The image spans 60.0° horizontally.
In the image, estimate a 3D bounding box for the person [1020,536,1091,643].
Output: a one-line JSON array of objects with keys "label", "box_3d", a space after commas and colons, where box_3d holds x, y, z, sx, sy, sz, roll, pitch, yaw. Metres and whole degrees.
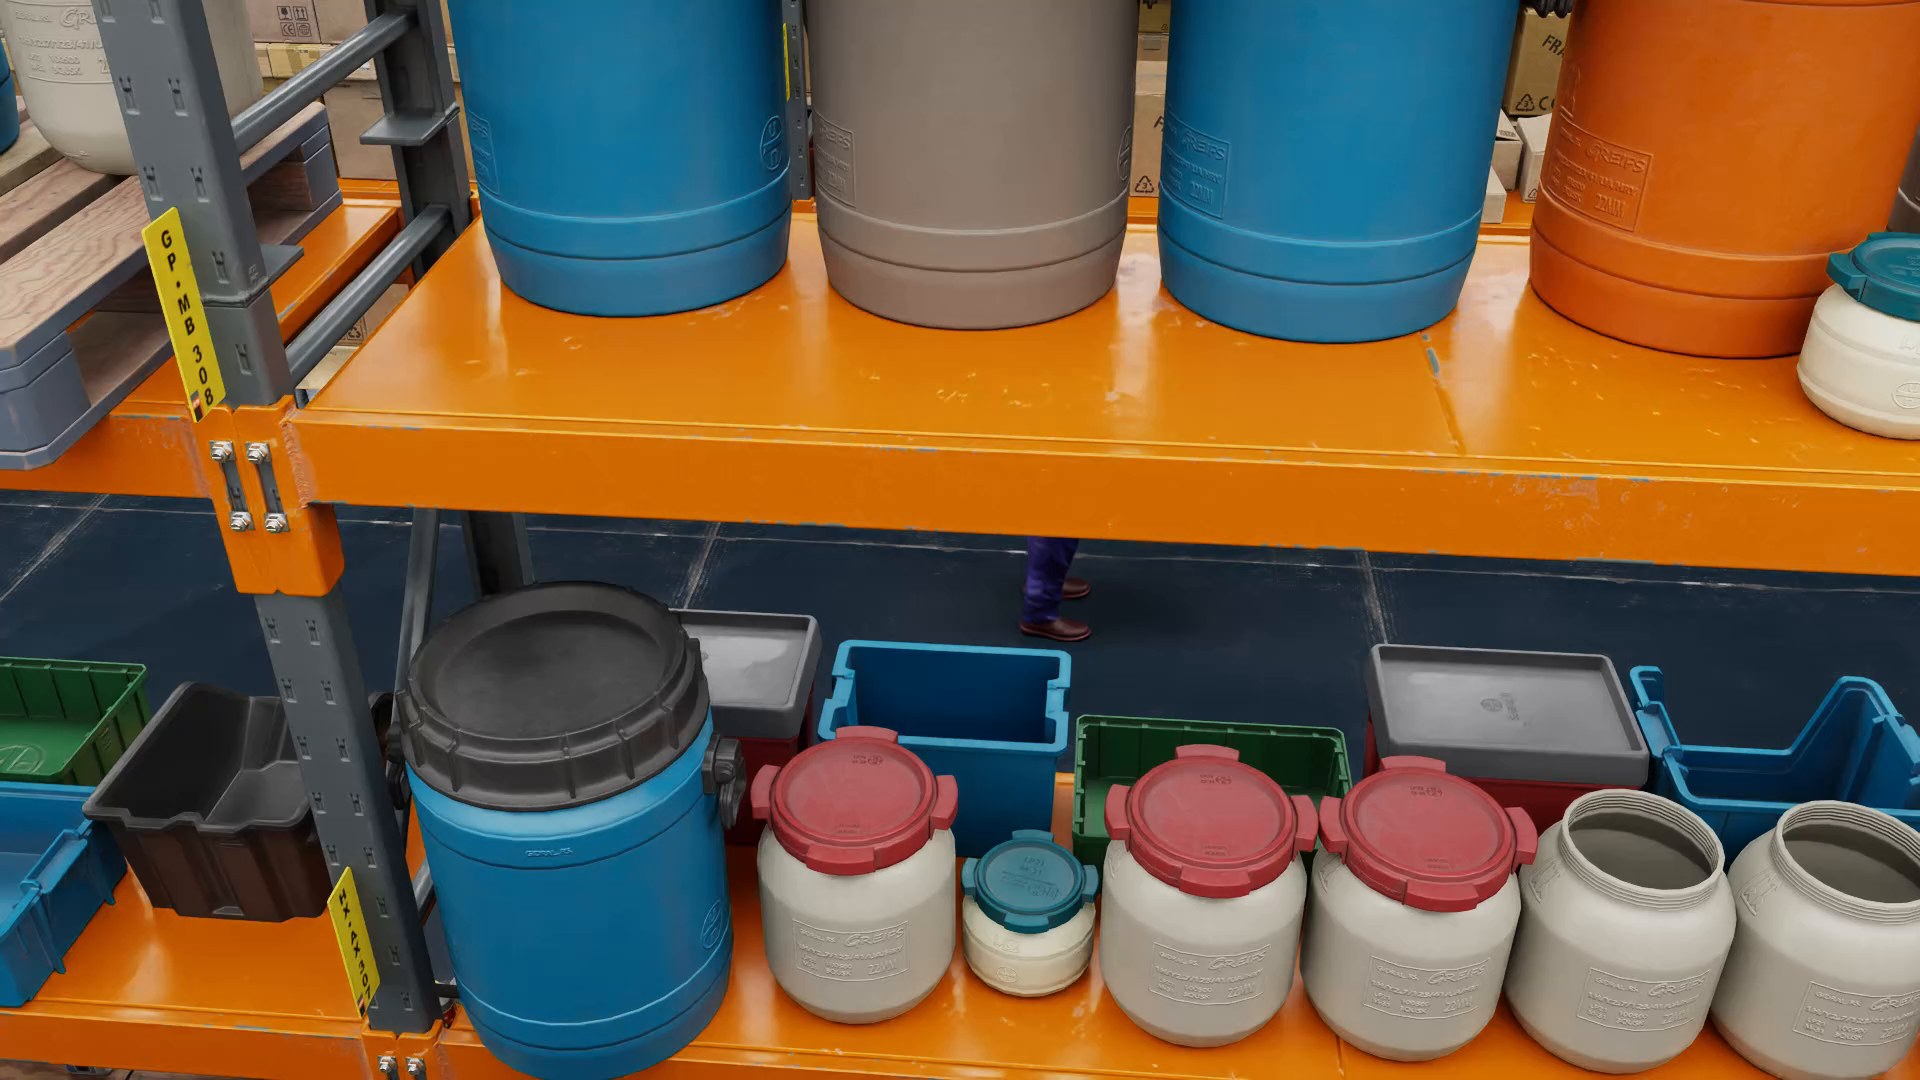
[{"label": "person", "box_3d": [0.432, -0.397, 6.772, 0.463, 1.655, 0.494, 2, 32, 3]}]
